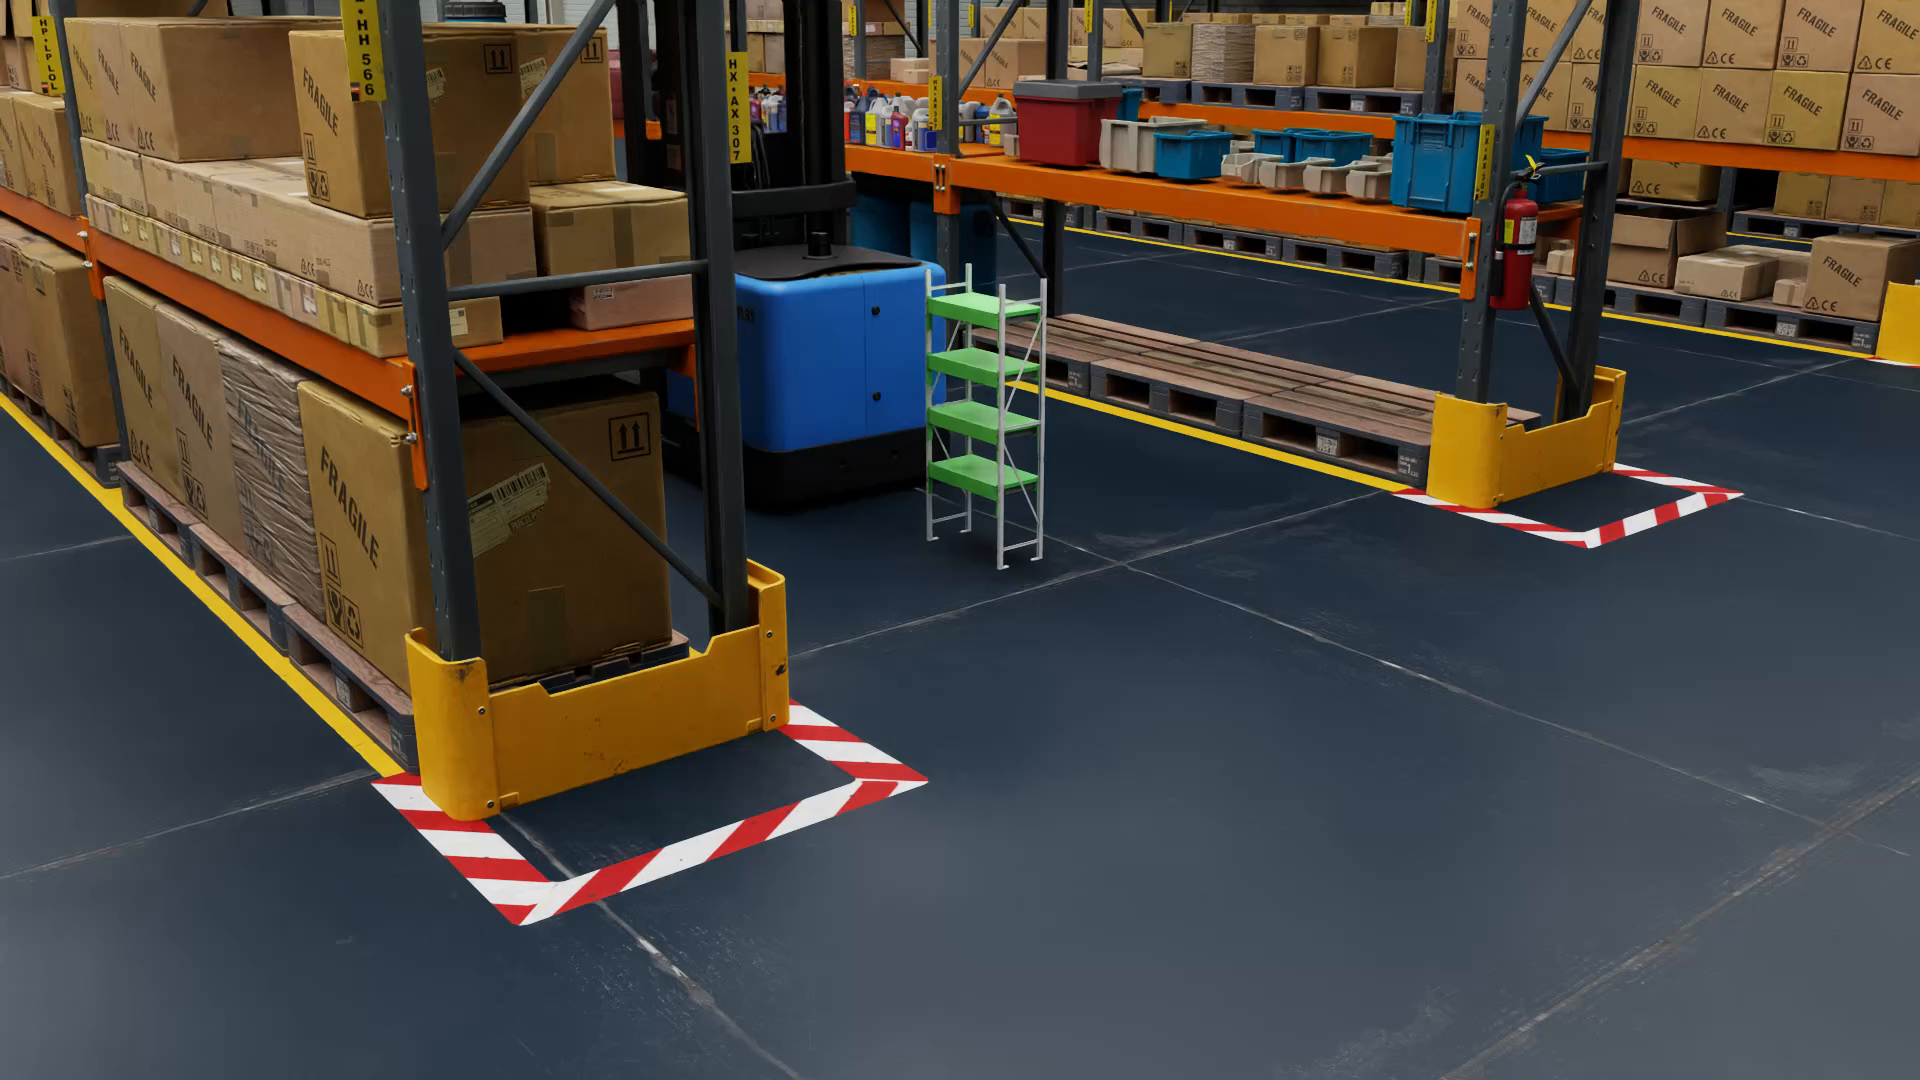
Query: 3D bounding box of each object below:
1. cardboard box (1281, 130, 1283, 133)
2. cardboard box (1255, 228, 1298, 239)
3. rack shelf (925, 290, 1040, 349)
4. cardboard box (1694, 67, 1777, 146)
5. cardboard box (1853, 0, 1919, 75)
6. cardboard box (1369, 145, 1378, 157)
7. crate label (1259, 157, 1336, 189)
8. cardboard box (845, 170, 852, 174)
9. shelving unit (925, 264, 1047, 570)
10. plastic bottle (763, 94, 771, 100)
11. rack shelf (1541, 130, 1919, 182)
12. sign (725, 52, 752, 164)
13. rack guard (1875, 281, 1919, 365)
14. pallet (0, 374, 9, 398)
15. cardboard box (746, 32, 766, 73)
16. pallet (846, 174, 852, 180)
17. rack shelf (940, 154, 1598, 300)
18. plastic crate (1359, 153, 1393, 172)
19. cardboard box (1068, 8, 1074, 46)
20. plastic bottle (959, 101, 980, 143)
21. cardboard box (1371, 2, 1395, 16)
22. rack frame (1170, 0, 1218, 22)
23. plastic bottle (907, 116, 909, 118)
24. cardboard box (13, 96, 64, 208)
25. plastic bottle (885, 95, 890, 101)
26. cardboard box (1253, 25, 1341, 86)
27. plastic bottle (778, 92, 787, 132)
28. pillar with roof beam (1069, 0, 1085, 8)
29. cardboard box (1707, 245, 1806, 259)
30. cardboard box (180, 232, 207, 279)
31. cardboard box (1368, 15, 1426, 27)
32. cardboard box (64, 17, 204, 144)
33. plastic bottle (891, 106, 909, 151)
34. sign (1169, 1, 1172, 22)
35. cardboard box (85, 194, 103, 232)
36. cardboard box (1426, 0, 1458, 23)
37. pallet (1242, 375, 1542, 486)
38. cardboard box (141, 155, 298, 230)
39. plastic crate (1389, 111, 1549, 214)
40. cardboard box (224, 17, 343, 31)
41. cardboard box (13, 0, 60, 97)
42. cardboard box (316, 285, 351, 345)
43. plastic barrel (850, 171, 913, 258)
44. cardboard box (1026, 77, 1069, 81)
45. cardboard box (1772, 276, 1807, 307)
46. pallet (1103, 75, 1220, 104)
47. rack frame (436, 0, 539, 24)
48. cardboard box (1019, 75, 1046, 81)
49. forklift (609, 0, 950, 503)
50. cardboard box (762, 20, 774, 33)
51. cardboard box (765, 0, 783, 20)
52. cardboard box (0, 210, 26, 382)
[{"bbox_3d":[4.514,-5.080,21.209,0.700,0.500,0.500,-14,23,-36],"label":"cardboard box"},{"bbox_3d":[3.021,-3.006,14.944,0.500,0.500,0.500,-14,23,-35],"label":"cardboard box"},{"bbox_3d":[0.103,-0.924,6.920,0.258,0.148,0.480,-14,23,-36],"label":"rack shelf"},{"bbox_3d":[5.526,-3.041,11.615,0.500,0.500,0.500,-14,23,-36],"label":"cardboard box"},{"bbox_3d":[6.156,-3.263,10.695,0.500,0.500,0.500,-14,23,-37],"label":"cardboard box"},{"bbox_3d":[3.434,-3.462,15.129,0.500,0.250,0.500,-14,23,-36],"label":"cardboard box"},{"bbox_3d":[1.753,-1.926,8.731,0.396,0.136,0.243,-14,23,-36],"label":"crate label"},{"bbox_3d":[-1.263,-4.608,20.211,0.500,0.250,0.500,-14,23,-36],"label":"cardboard box"},{"bbox_3d":[0.103,-0.529,7.051,0.258,1.200,0.503,-14,23,-36],"label":"shelving unit"},{"bbox_3d":[-1.562,-3.548,13.621,0.097,0.201,0.097,0,18,0],"label":"plastic bottle"},{"bbox_3d":[5.406,-2.836,12.300,1.077,0.370,4.000,-14,23,-36],"label":"rack shelf"},{"bbox_3d":[-0.682,-1.308,5.037,0.100,0.325,0.005,-14,23,-36],"label":"sign"},{"bbox_3d":[6.600,-1.517,11.149,1.175,0.500,0.348,-14,23,-36],"label":"rack guard"},{"bbox_3d":[-5.657,-1.191,10.623,1.003,0.211,1.213,-14,23,-36],"label":"pallet"},{"bbox_3d":[-2.373,-6.306,21.474,0.700,0.500,0.500,-14,23,-36],"label":"cardboard box"},{"bbox_3d":[-1.264,-4.522,20.684,1.003,0.211,1.213,-14,23,-36],"label":"pallet"},{"bbox_3d":[1.520,-1.870,9.384,1.077,0.370,4.000,-14,23,-36],"label":"rack shelf"},{"bbox_3d":[2.312,-2.010,8.984,0.250,0.136,0.298,-14,23,-36],"label":"plastic crate"},{"bbox_3d":[1.600,-7.336,23.759,0.500,0.500,0.500,-13,22,-34],"label":"cardboard box"},{"bbox_3d":[0.063,-2.924,11.620,0.152,0.276,0.135,-14,23,-36],"label":"plastic bottle"},{"bbox_3d":[5.112,-6.344,19.858,0.250,0.149,0.380,16,24,39],"label":"cardboard box"},{"bbox_3d":[3.078,-6.610,22.552,1.000,3.000,0.127,-14,23,-36],"label":"rack frame"},{"bbox_3d":[-0.360,-2.763,11.252,0.097,0.201,0.097,0,18,0],"label":"plastic bottle"},{"bbox_3d":[-4.410,-1.971,8.383,0.500,0.500,0.500,-13,22,-34],"label":"cardboard box"},{"bbox_3d":[-0.540,-3.175,12.385,0.097,0.271,0.097,0,18,0],"label":"plastic bottle"},{"bbox_3d":[3.019,-4.341,14.872,0.500,0.500,0.700,13,23,35],"label":"cardboard box"},{"bbox_3d":[-1.233,-3.115,12.078,0.144,0.351,0.185,-14,23,-36],"label":"plastic bottle"},{"bbox_3d":[-1.668,-9.599,22.037,9.100,9.000,0.400,-14,23,-36],"label":"pillar with roof beam"},{"bbox_3d":[5.911,-2.024,12.378,0.500,0.250,0.500,-14,23,-36],"label":"cardboard box"},{"bbox_3d":[-2.712,-1.097,6.304,0.380,0.149,0.250,-15,23,-38],"label":"cardboard box"},{"bbox_3d":[5.261,-5.994,19.834,0.500,0.500,0.700,17,25,42],"label":"cardboard box"},{"bbox_3d":[-3.507,-1.996,7.191,0.500,0.500,0.500,-14,23,-36],"label":"cardboard box"},{"bbox_3d":[-0.399,-2.731,11.025,0.061,0.283,0.133,-14,23,-36],"label":"plastic bottle"},{"bbox_3d":[2.100,-5.277,16.810,0.100,0.325,0.005,-14,23,-36],"label":"sign"},{"bbox_3d":[-3.681,-1.481,7.463,0.380,0.149,0.250,-14,23,-36],"label":"cardboard box"},{"bbox_3d":[5.659,-6.009,18.880,0.500,0.250,0.500,-13,23,-35],"label":"cardboard box"},{"bbox_3d":[2.281,-0.606,8.857,1.003,0.211,1.213,-14,23,-36],"label":"pallet"},{"bbox_3d":[-2.887,-1.391,6.557,0.500,0.250,0.500,-13,23,-35],"label":"cardboard box"},{"bbox_3d":[2.408,-1.810,7.906,0.616,0.435,0.499,-14,23,-36],"label":"plastic crate"},{"bbox_3d":[-2.801,-1.979,7.139,0.500,0.500,0.500,-14,23,-36],"label":"cardboard box"},{"bbox_3d":[-4.424,-2.589,8.654,0.797,0.503,0.637,-14,23,-36],"label":"cardboard box"},{"bbox_3d":[-1.762,-0.720,5.166,0.380,0.149,0.250,-14,23,-36],"label":"cardboard box"},{"bbox_3d":[-0.485,-2.220,11.965,0.600,0.901,0.708,-14,23,-36],"label":"plastic barrel"},{"bbox_3d":[0.905,-4.705,17.198,0.380,0.149,0.250,-14,23,-36],"label":"cardboard box"},{"bbox_3d":[5.936,-1.752,11.689,0.380,0.166,0.250,-14,23,-36],"label":"cardboard box"},{"bbox_3d":[2.156,-4.412,16.219,1.213,0.211,1.003,-14,23,-36],"label":"pallet"},{"bbox_3d":[-4.689,-4.676,16.712,1.000,3.000,0.127,-14,23,-36],"label":"rack frame"},{"bbox_3d":[0.844,-4.840,17.608,0.380,0.149,0.250,-12,22,-32],"label":"cardboard box"},{"bbox_3d":[-1.319,-1.966,8.636,1.130,2.935,3.031,-13,22,-34],"label":"forklift"},{"bbox_3d":[-2.258,-6.465,20.925,0.380,0.149,0.250,-14,23,-36],"label":"cardboard box"},{"bbox_3d":[-2.019,-6.784,20.856,0.700,0.500,0.500,-14,23,-36],"label":"cardboard box"},{"bbox_3d":[-5.128,-1.519,9.890,1.225,0.875,0.875,-14,23,-36],"label":"cardboard box"}]
